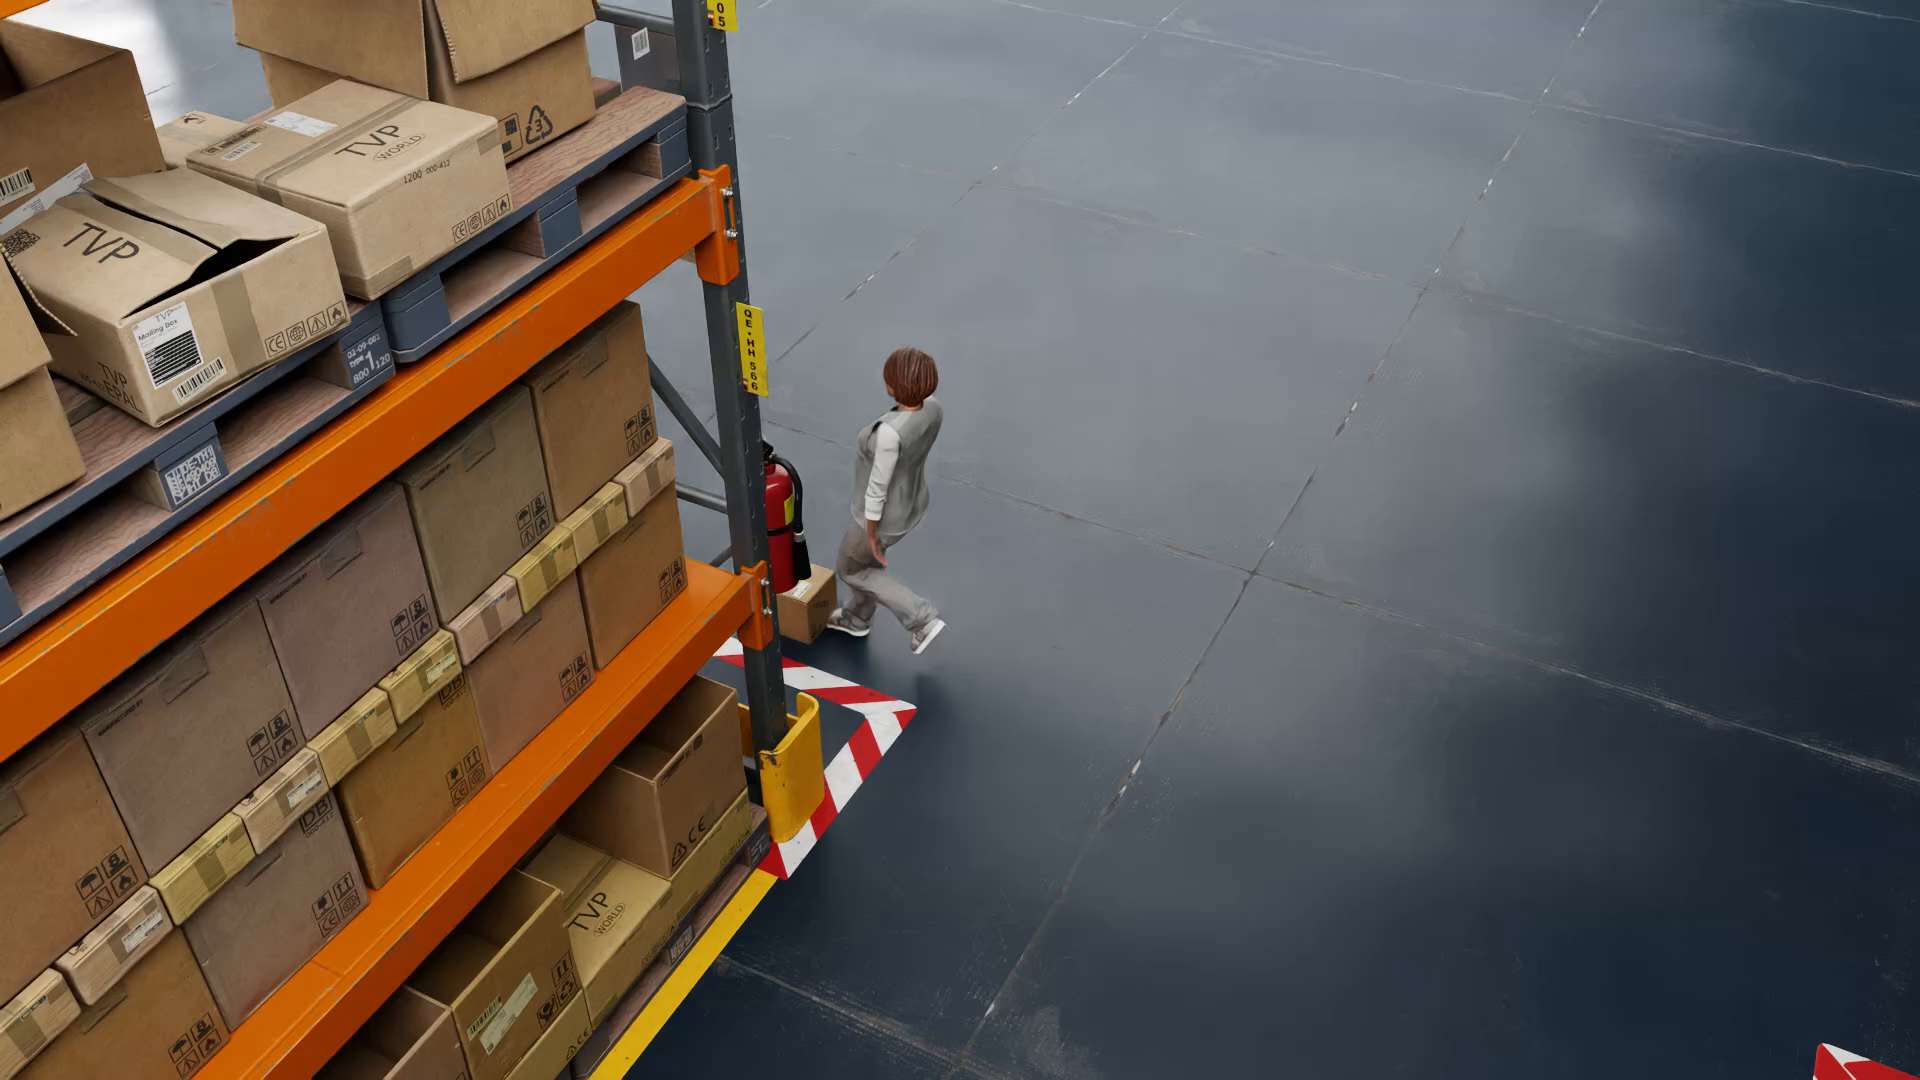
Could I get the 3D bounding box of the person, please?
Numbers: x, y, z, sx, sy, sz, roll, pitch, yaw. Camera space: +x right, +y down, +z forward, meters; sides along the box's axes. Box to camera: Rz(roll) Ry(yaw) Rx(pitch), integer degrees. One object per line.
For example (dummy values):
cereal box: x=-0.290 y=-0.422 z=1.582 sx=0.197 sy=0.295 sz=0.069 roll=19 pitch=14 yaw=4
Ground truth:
person: x=-0.356 y=-0.137 z=6.963 sx=0.694 sy=1.563 sz=0.453 roll=20 pitch=43 yaw=23
